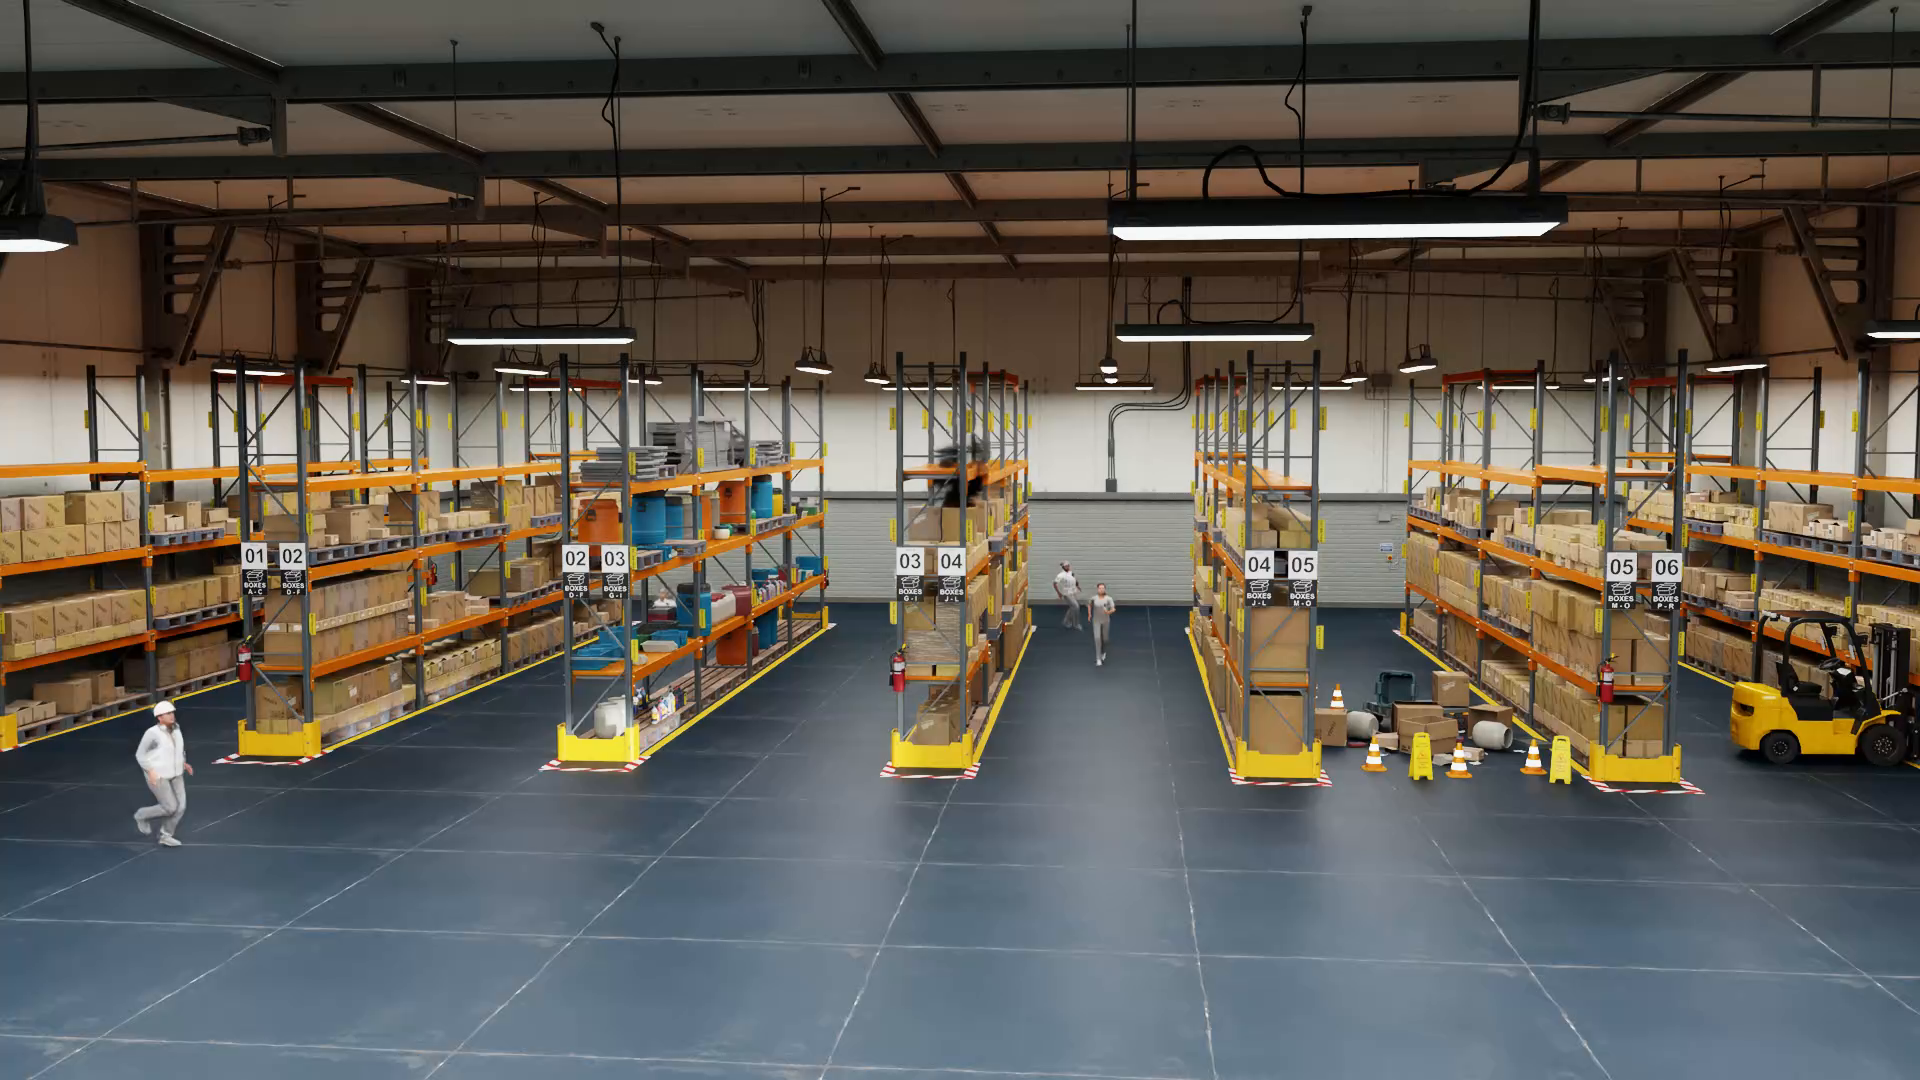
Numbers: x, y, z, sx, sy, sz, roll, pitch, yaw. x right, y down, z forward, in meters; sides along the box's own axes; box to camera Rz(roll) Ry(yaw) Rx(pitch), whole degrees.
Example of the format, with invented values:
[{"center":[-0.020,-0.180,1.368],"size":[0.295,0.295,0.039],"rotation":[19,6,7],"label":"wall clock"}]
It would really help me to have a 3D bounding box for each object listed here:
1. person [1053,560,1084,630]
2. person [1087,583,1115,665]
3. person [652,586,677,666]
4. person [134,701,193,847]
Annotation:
[{"center":[2.662,1.339,40.104],"size":[0.696,1.707,0.619],"rotation":[4,5,41],"label":"person"},{"center":[2.907,1.706,34.277],"size":[0.578,1.653,0.964],"rotation":[0,4,5],"label":"person"},{"center":[-6.071,1.760,33.999],"size":[0.581,1.650,0.560],"rotation":[1,4,8],"label":"person"},{"center":[-9.415,2.757,19.633],"size":[0.618,1.726,0.642],"rotation":[1,4,20],"label":"person"}]
